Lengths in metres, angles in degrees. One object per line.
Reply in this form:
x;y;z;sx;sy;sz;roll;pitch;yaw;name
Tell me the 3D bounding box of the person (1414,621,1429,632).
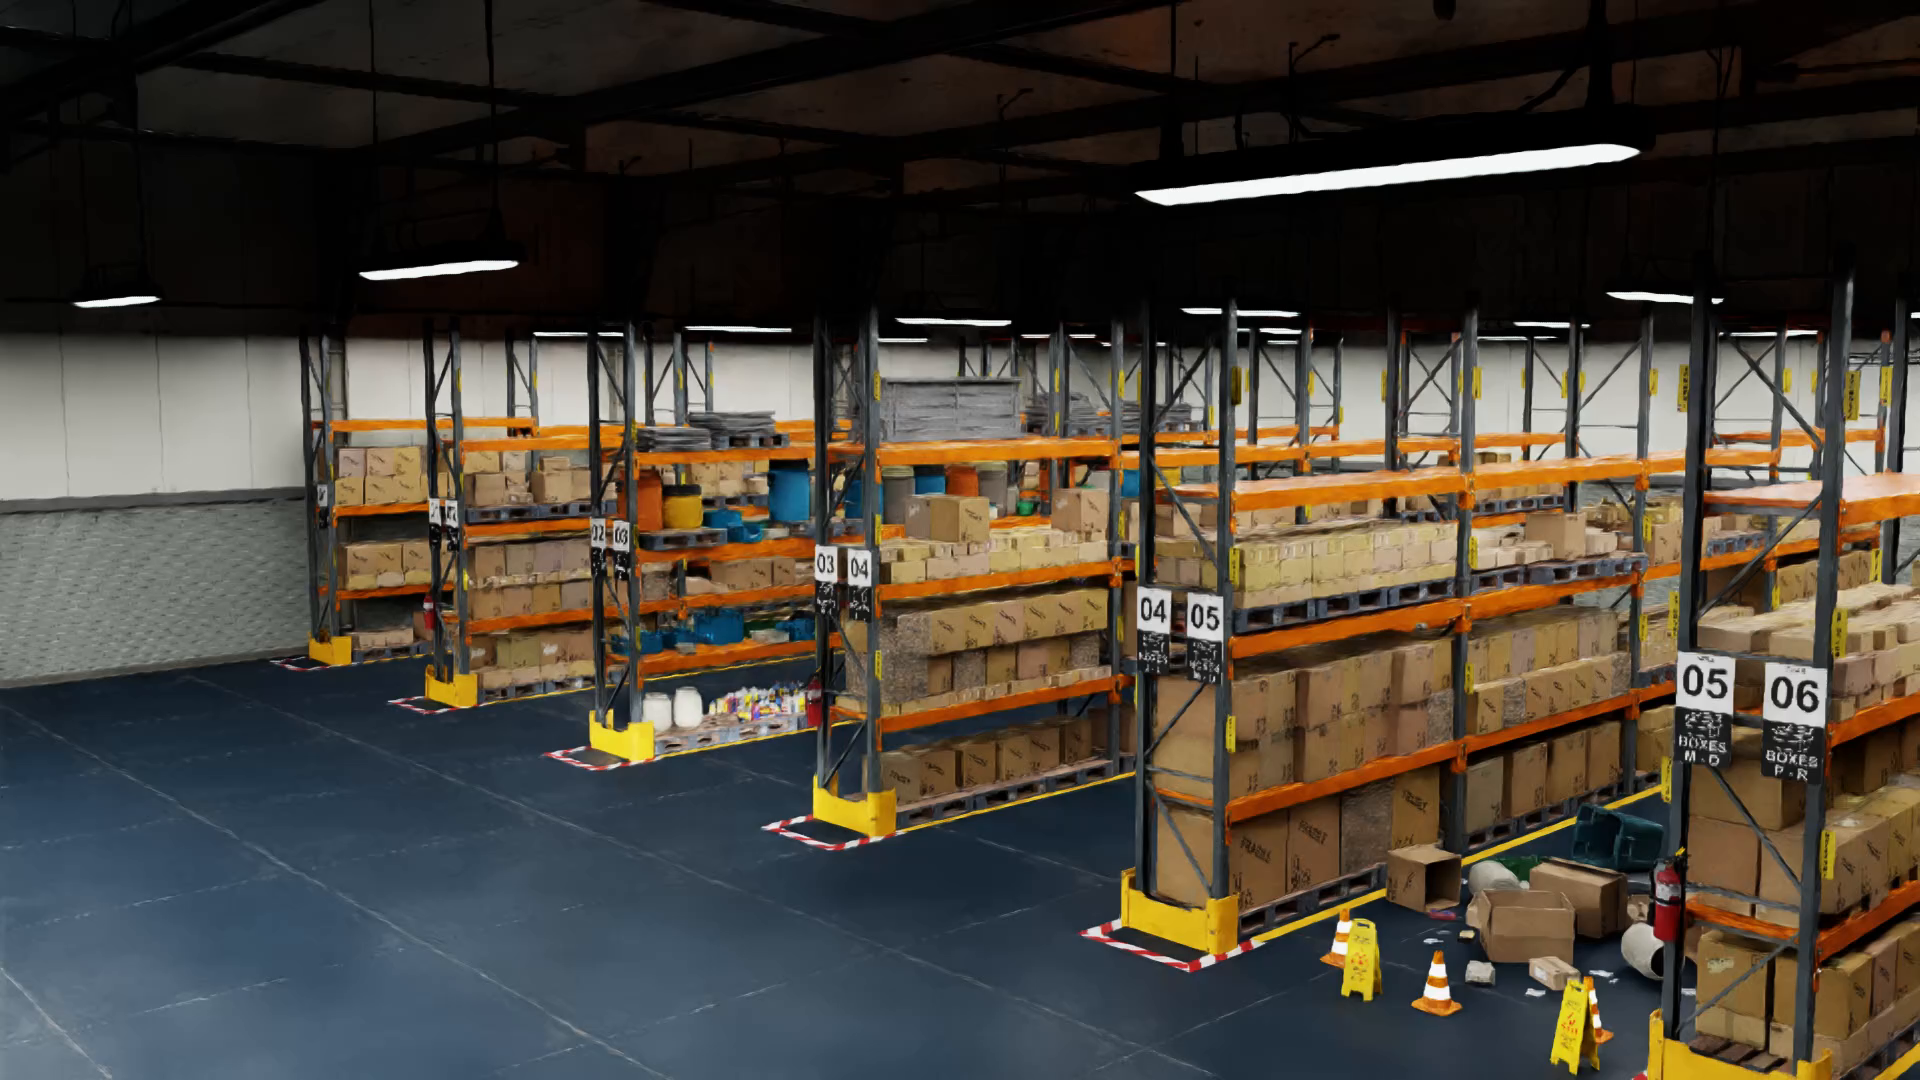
6.509;1.949;23.583;0.598;1.659;0.556;-1;6;-12;person
